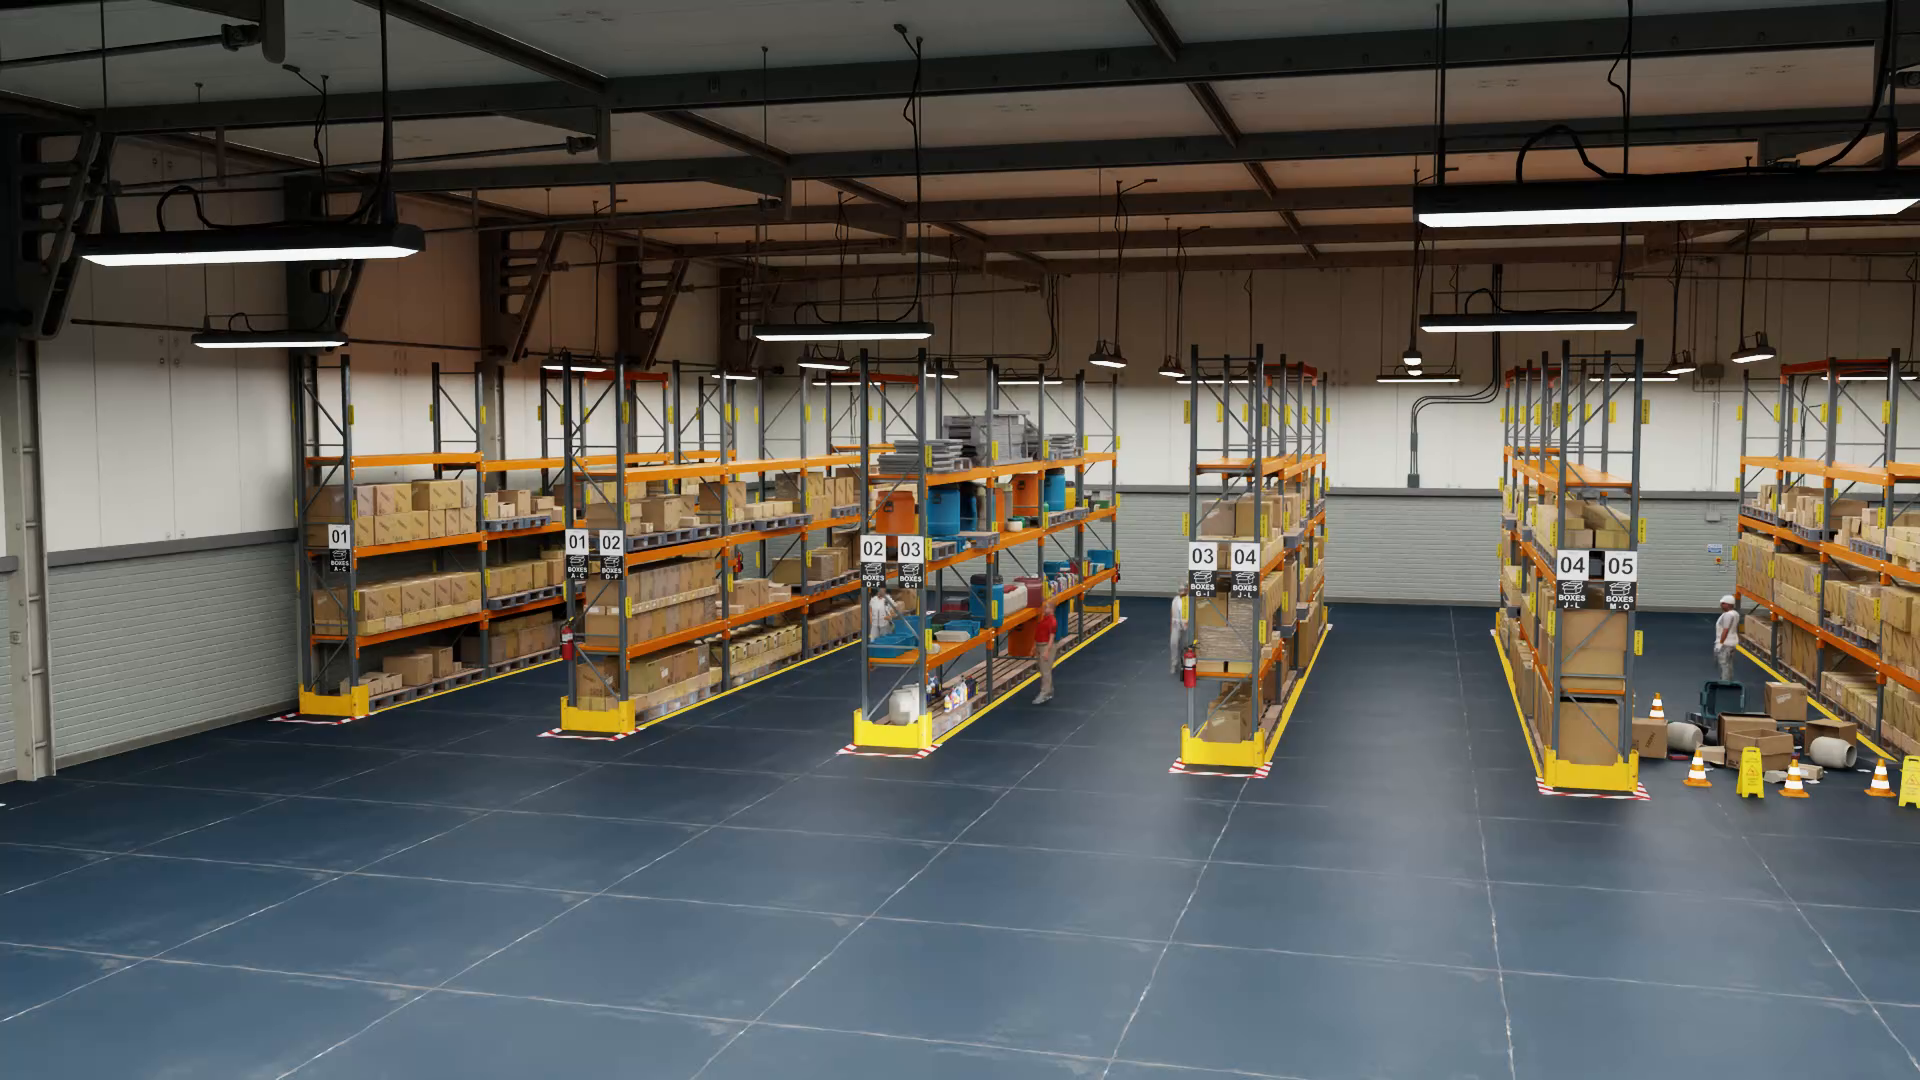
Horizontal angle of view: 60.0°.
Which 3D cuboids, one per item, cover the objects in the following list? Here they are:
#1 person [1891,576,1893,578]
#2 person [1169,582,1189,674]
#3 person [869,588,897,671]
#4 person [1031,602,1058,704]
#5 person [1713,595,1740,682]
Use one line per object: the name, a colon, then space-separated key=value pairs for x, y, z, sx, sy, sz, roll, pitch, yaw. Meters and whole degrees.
person: x=18.728 y=1.589 z=33.759 sx=0.501 sy=1.784 sz=0.630 roll=2 pitch=5 yaw=29
person: x=4.379 y=1.707 z=32.578 sx=0.570 sy=1.769 sz=0.995 roll=1 pitch=4 yaw=16
person: x=-1.548 y=1.713 z=32.835 sx=0.643 sy=1.697 sz=0.746 roll=2 pitch=5 yaw=21
person: x=1.433 y=1.942 z=28.853 sx=0.535 sy=1.742 sz=0.559 roll=-2 pitch=5 yaw=-24
person: x=13.707 y=1.877 z=29.845 sx=0.611 sy=1.790 sz=0.489 roll=-4 pitch=6 yaw=-40
